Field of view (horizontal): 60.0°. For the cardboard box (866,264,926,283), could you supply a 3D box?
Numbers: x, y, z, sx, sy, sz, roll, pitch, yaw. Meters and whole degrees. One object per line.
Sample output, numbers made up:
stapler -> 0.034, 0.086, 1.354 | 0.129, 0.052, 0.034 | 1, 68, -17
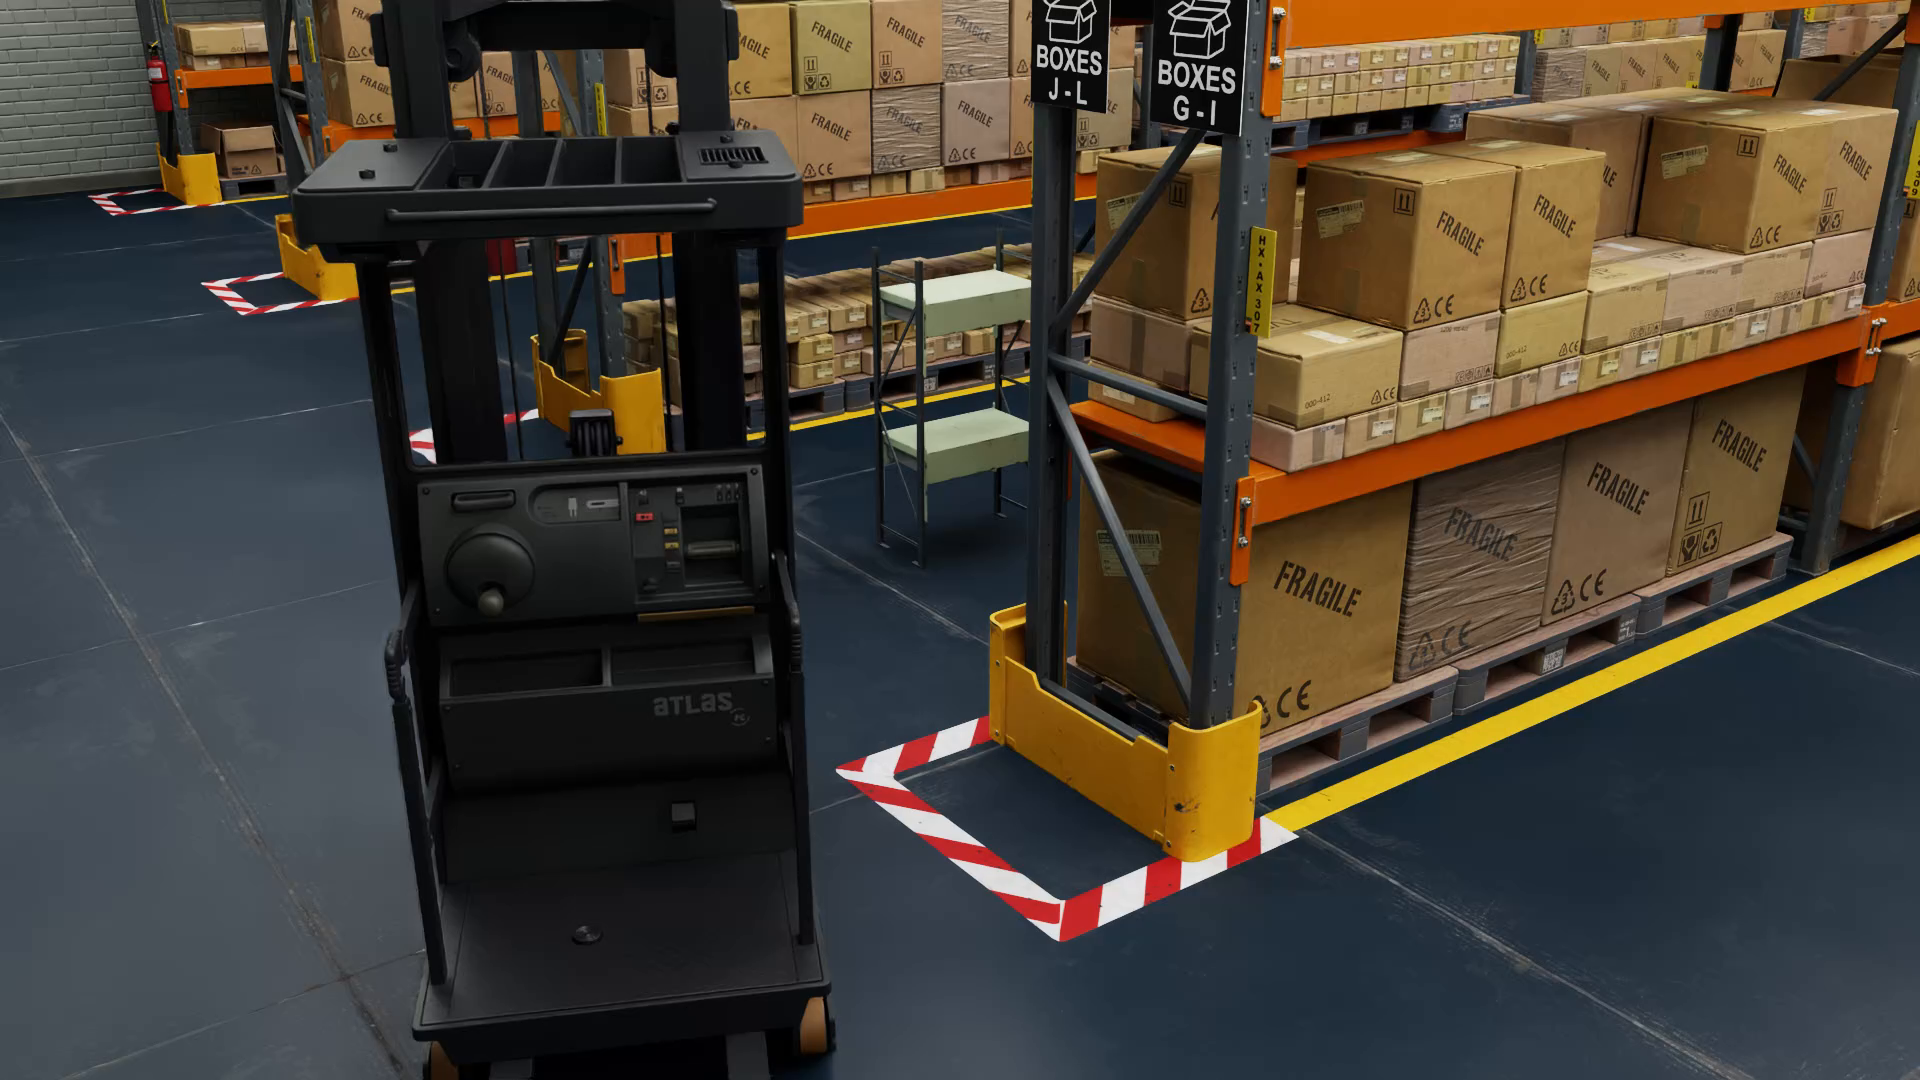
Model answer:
cardboard box -> -0.441, -1.731, 11.166 | 0.250, 0.149, 0.380 | -16, 27, -35

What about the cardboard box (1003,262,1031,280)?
cardboard box -> 0.501, -1.754, 11.222 | 0.250, 0.149, 0.380 | -15, 26, -33

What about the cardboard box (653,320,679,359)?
cardboard box -> -1.603, -1.178, 9.779 | 0.250, 0.149, 0.380 | -16, 27, -35

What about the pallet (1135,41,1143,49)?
pallet -> 1.811, -5.316, 17.929 | 1.003, 0.211, 1.213 | -15, 26, -33

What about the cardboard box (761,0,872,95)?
cardboard box -> -0.866, -2.903, 9.739 | 0.500, 0.500, 0.500 | -16, 27, -34

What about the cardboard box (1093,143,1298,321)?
cardboard box -> 0.830, -1.107, 5.912 | 0.500, 0.500, 0.500 | -15, 26, -32

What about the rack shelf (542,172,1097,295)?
rack shelf -> -0.603, -2.118, 10.629 | 4.000, 0.370, 1.077 | -15, 26, -33

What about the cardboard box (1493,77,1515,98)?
cardboard box -> 4.135, -3.585, 13.104 | 0.250, 0.149, 0.380 | -14, 26, -32

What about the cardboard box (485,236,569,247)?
cardboard box -> -3.984, -2.866, 14.421 | 0.875, 0.438, 0.875 | -14, 26, -31

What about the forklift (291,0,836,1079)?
forklift -> -0.962, 0.023, 4.385 | 1.130, 2.935, 3.031 | -4, 22, -10

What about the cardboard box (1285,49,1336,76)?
cardboard box -> 2.453, -3.413, 11.871 | 0.250, 0.149, 0.380 | -15, 26, -33

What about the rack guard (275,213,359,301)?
rack guard -> -5.219, -2.321, 13.538 | 0.348, 0.500, 1.175 | -15, 26, -33

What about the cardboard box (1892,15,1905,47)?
cardboard box -> 9.119, -5.122, 16.984 | 0.500, 0.550, 0.875 | -15, 26, -33

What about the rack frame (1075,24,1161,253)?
rack frame -> 1.020, -2.885, 11.580 | 0.127, 3.000, 1.000 | -15, 26, -33

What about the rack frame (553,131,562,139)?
rack frame -> -4.855, -5.845, 18.998 | 0.127, 3.000, 1.000 | -15, 26, -33

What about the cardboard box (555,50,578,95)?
cardboard box -> -2.000, -2.843, 9.587 | 0.500, 0.500, 0.500 | -16, 27, -34

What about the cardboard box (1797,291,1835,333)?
cardboard box -> 3.570, -1.034, 7.280 | 0.250, 0.149, 0.380 | -14, 26, -32

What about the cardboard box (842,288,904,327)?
cardboard box -> -0.546, -1.469, 10.508 | 0.250, 0.149, 0.380 | -14, 26, -32

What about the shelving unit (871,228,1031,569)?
shelving unit -> 0.005, -0.698, 8.122 | 0.755, 1.500, 0.431 | -15, 26, -33

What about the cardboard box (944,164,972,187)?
cardboard box -> -0.137, -2.353, 10.584 | 0.250, 0.149, 0.380 | -15, 26, -34

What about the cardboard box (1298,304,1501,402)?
cardboard box -> 1.553, -0.711, 5.933 | 0.500, 0.250, 0.500 | -15, 26, -33

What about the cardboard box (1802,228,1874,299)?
cardboard box -> 3.630, -1.265, 7.321 | 0.500, 0.250, 0.500 | -15, 26, -34

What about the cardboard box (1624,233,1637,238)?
cardboard box -> 2.894, -1.311, 7.435 | 0.500, 0.250, 0.500 | -15, 26, -33

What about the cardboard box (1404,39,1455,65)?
cardboard box -> 3.505, -3.693, 12.573 | 0.250, 0.149, 0.380 | -14, 26, -31

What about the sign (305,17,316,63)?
sign -> -4.880, -3.758, 12.491 | 0.005, 0.325, 0.100 | -15, 26, -33

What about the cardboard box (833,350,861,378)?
cardboard box -> -0.829, -1.151, 10.514 | 0.250, 0.149, 0.380 | -15, 26, -33

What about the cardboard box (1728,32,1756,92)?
cardboard box -> 6.837, -4.361, 15.142 | 0.500, 0.500, 0.500 | -15, 26, -33

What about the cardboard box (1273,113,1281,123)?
cardboard box -> 2.035, -3.025, 11.703 | 0.250, 0.149, 0.380 | -15, 26, -32

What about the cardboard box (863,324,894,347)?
cardboard box -> -0.622, -1.367, 10.653 | 0.250, 0.149, 0.380 | -13, 25, -30

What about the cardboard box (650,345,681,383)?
cardboard box -> -1.651, -1.065, 9.896 | 0.250, 0.149, 0.380 | -14, 26, -31

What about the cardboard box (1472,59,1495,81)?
cardboard box -> 3.916, -3.666, 12.906 | 0.250, 0.149, 0.380 | -14, 26, -31

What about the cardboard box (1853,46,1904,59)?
cardboard box -> 4.913, -2.170, 8.298 | 0.637, 0.503, 0.797 | -15, 26, -32

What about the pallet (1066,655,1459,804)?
pallet -> 1.191, 0.593, 6.626 | 1.213, 0.211, 1.003 | -15, 26, -33

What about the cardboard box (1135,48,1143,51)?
cardboard box -> 1.450, -3.444, 11.950 | 0.250, 0.149, 0.380 | -16, 27, -34

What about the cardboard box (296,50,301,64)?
cardboard box -> -6.849, -5.083, 17.427 | 0.250, 0.149, 0.380 | -14, 26, -32

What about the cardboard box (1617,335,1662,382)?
cardboard box -> 2.529, -0.757, 6.585 | 0.250, 0.149, 0.380 | -14, 26, -32

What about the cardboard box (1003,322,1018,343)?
cardboard box -> 0.180, -1.441, 11.240 | 0.250, 0.149, 0.380 | -16, 27, -34

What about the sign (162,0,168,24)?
sign -> -7.784, -5.218, 16.258 | 0.005, 0.325, 0.100 | -15, 26, -33

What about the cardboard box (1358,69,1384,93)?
cardboard box -> 2.877, -3.388, 12.211 | 0.250, 0.149, 0.380 | -16, 27, -34

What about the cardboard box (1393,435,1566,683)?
cardboard box -> 1.799, -0.073, 6.833 | 0.875, 0.875, 0.875 | -15, 26, -33

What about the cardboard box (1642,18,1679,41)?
cardboard box -> 5.877, -4.689, 14.615 | 0.500, 0.500, 0.700 | -15, 26, -33

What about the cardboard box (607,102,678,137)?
cardboard box -> -1.701, -2.218, 9.372 | 0.500, 0.500, 0.500 | -14, 25, -30

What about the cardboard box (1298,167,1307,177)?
cardboard box -> 2.745, -2.844, 13.271 | 0.500, 0.250, 0.500 | -15, 26, -32

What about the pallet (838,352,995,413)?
pallet -> -0.495, -1.169, 11.040 | 1.213, 0.211, 1.003 | -15, 26, -33

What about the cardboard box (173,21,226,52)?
cardboard box -> -7.883, -5.227, 17.250 | 0.500, 0.250, 0.500 | -14, 26, -31

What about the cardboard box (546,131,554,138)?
cardboard box -> -4.629, -5.075, 19.872 | 0.500, 0.500, 0.500 | -15, 26, -33

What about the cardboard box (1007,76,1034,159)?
cardboard box -> 0.370, -2.768, 10.750 | 0.500, 0.500, 0.500 | -16, 27, -34

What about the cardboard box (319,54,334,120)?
cardboard box -> -4.963, -3.717, 13.530 | 0.500, 0.500, 0.500 | -15, 26, -33

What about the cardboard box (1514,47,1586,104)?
cardboard box -> 4.789, -3.814, 13.771 | 0.500, 0.500, 0.500 | -15, 26, -32

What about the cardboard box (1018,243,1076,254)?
cardboard box -> 0.620, -2.020, 11.890 | 0.250, 0.149, 0.380 | -14, 26, -31

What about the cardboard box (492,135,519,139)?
cardboard box -> -5.135, -4.507, 18.925 | 0.250, 0.149, 0.380 | -16, 27, -34

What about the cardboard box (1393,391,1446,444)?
cardboard box -> 1.484, -0.478, 5.886 | 0.250, 0.149, 0.380 | -16, 27, -34

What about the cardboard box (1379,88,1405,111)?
cardboard box -> 3.091, -3.309, 12.413 | 0.250, 0.149, 0.380 | -14, 26, -31

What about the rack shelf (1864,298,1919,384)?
rack shelf -> 5.458, -1.470, 9.004 | 4.000, 0.370, 1.077 | -15, 26, -33

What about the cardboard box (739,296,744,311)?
cardboard box -> -1.571, -1.489, 10.558 | 0.250, 0.149, 0.380 | -16, 27, -34
